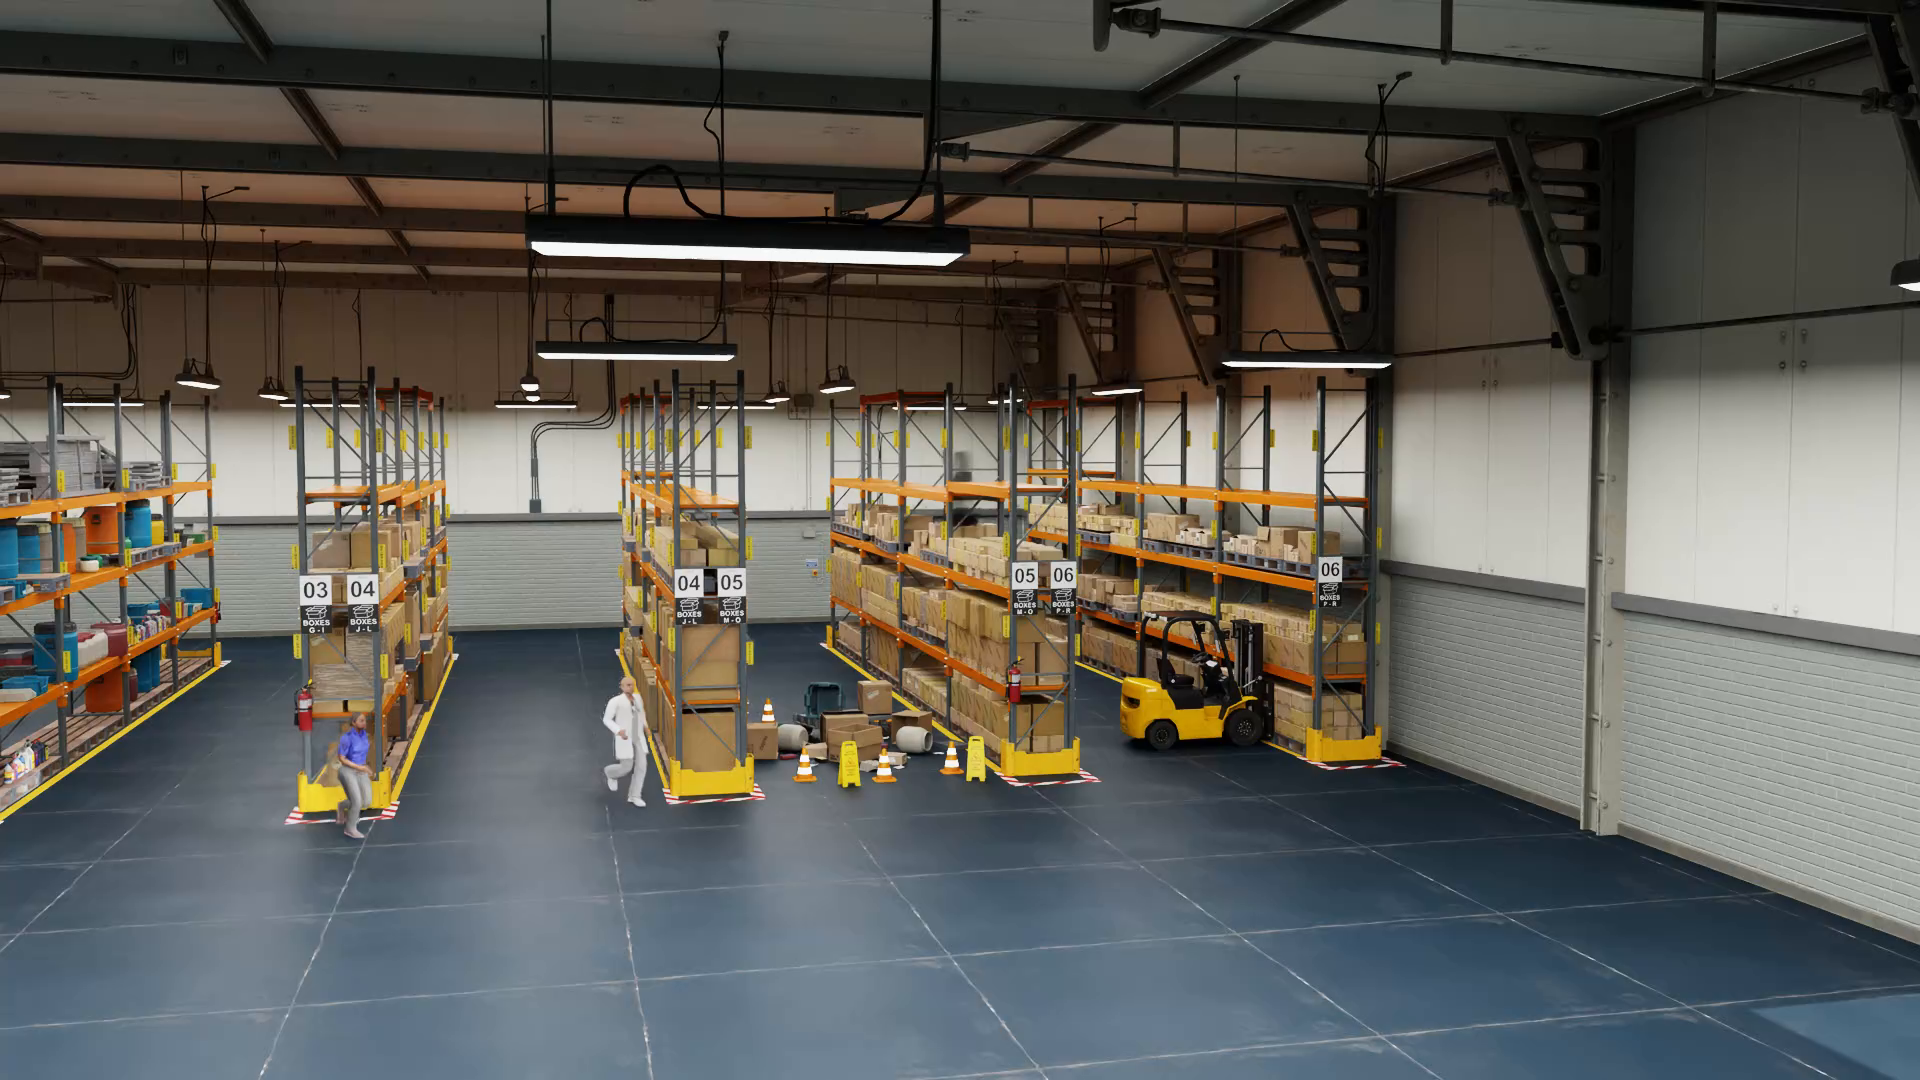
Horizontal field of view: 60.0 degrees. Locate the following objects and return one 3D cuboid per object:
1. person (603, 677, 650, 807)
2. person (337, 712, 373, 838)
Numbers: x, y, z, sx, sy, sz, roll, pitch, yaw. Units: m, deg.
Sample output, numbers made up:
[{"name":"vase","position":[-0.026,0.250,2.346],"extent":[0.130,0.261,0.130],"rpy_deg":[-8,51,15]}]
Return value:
[{"name":"person","position":[-4.608,2.766,23.020],"extent":[0.717,1.760,0.847],"rpy_deg":[-3,5,-44]},{"name":"person","position":[-7.648,2.961,21.004],"extent":[0.601,1.613,0.570],"rpy_deg":[1,4,21]}]
